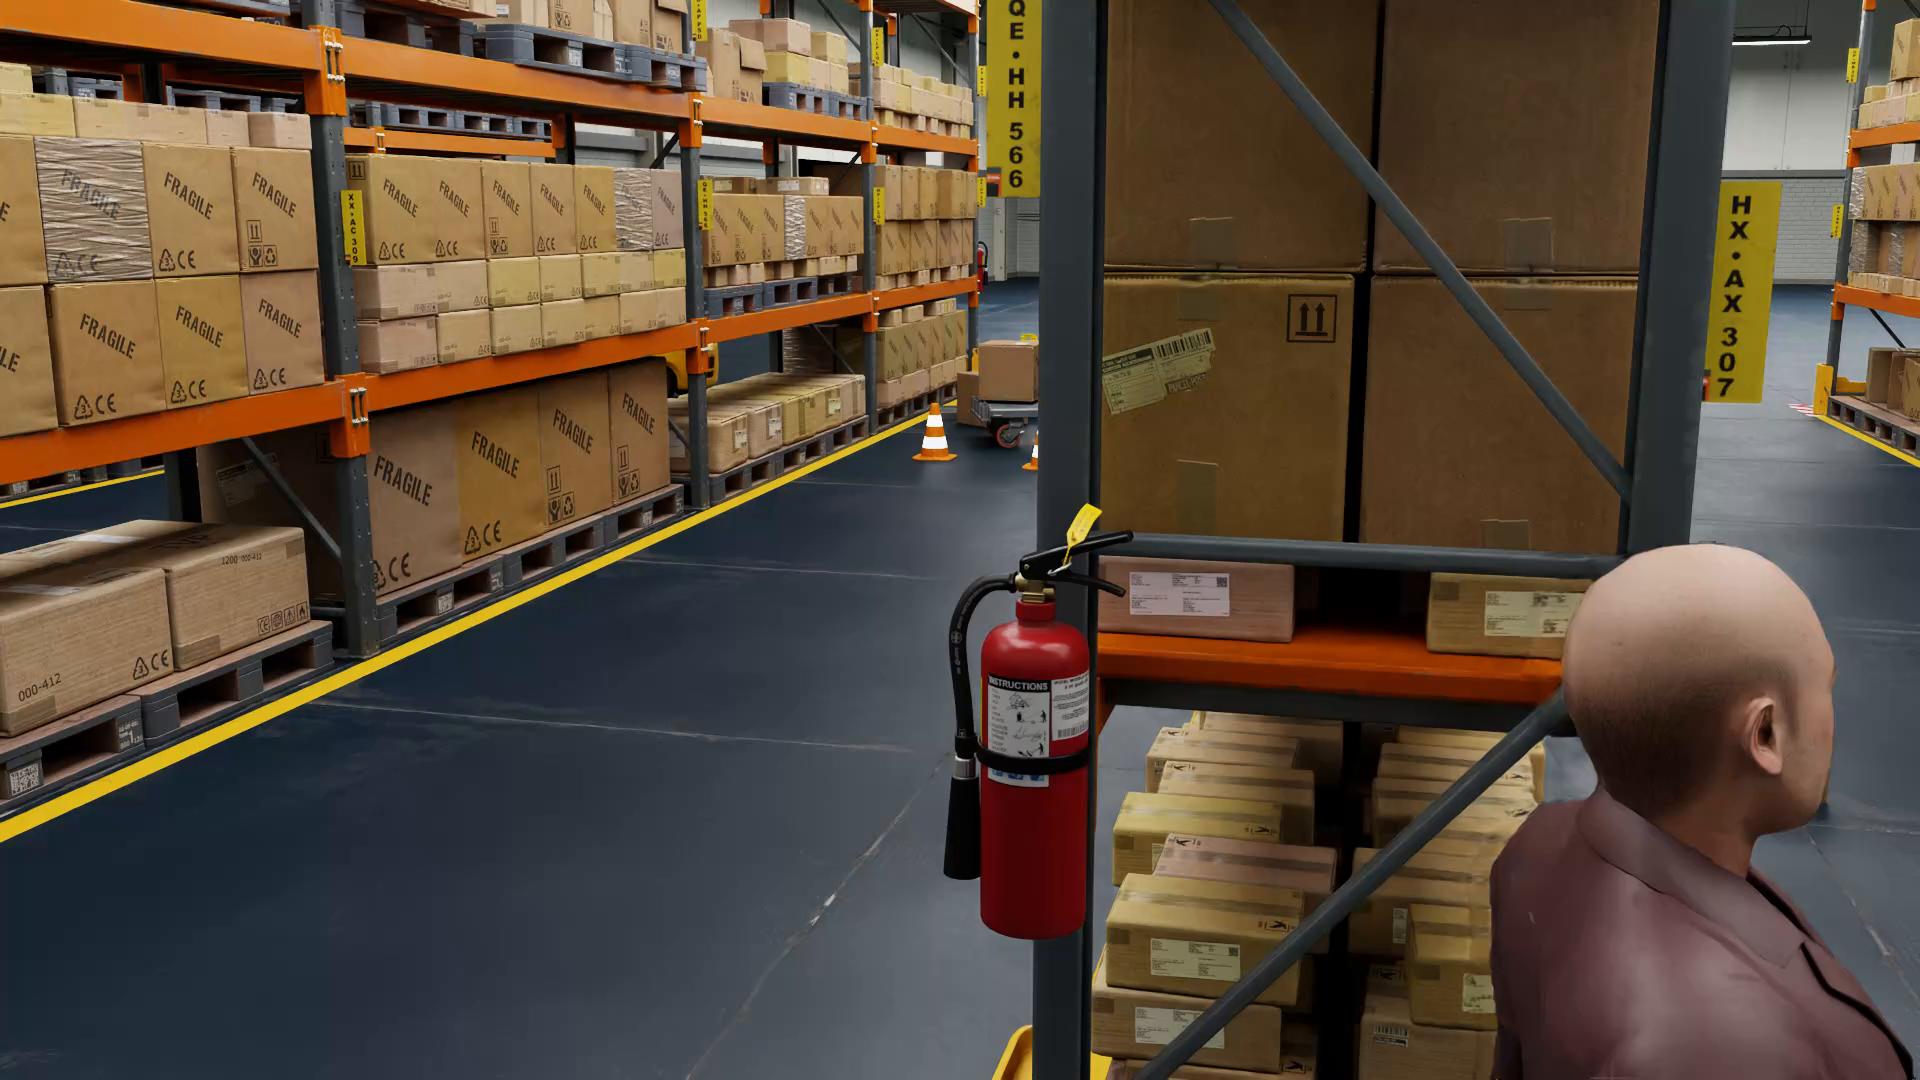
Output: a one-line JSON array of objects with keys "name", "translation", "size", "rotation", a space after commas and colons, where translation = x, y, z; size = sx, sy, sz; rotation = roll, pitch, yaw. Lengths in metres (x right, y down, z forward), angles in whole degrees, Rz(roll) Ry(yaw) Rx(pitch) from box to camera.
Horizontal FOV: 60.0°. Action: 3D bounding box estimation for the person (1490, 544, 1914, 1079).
[{"name": "person", "translation": [0.599, 0.972, 1.482], "size": [0.574, 1.567, 0.617], "rotation": [2, 12, 12]}]
